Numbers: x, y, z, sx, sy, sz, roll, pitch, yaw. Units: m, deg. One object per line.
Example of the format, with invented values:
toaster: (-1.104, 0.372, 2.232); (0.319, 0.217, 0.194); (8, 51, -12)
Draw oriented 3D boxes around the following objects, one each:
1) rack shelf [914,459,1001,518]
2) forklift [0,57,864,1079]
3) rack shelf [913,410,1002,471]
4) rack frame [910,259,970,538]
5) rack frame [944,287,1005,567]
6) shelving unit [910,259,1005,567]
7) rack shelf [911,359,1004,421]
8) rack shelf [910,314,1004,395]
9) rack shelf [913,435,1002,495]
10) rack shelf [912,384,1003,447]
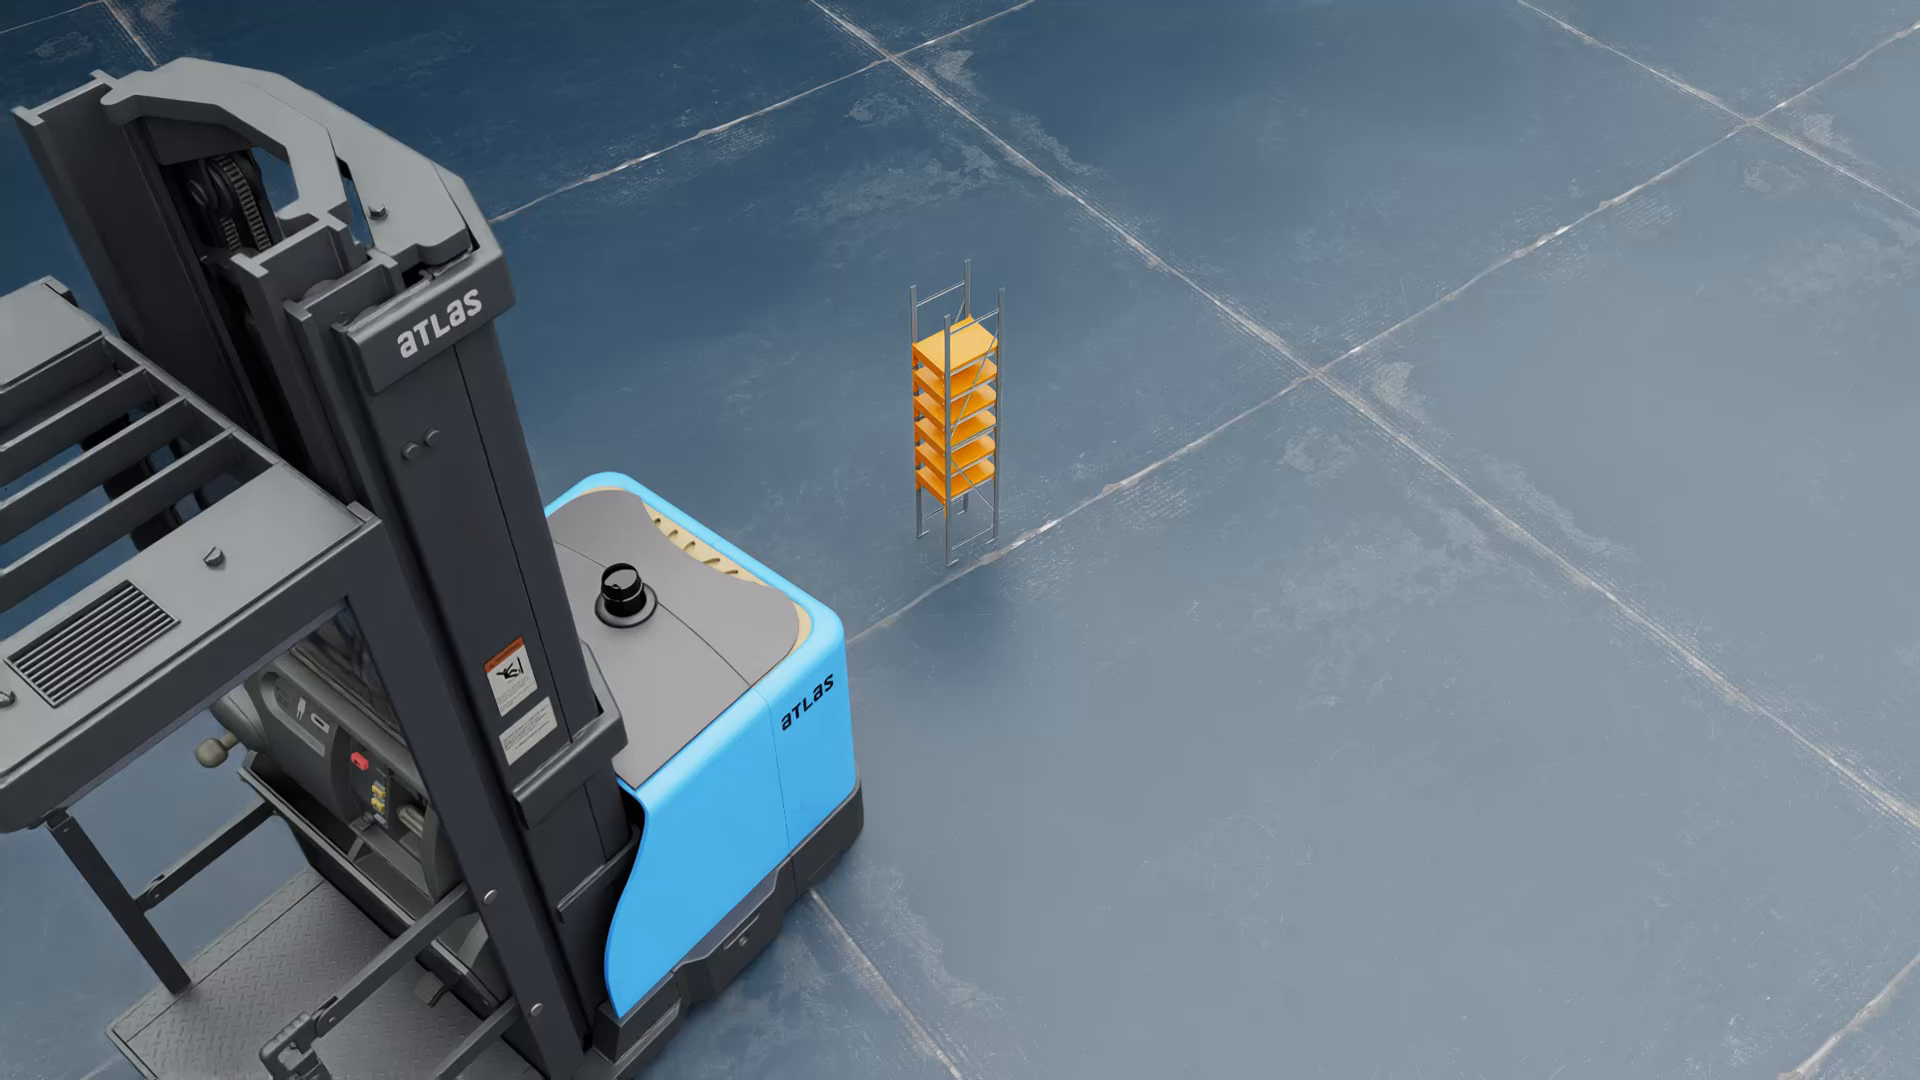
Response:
rack shelf: (-0.009, -0.220, 6.024); (0.258, 0.103, 0.180); (-29, 54, -24)
forklift: (-1.629, 0.577, 3.749); (1.130, 2.935, 3.031); (31, 55, 25)
rack shelf: (-0.009, -0.382, 5.846); (0.258, 0.103, 0.180); (-29, 54, -24)
rack frame: (-0.064, -0.465, 5.862); (0.240, 1.200, 0.006); (-29, 54, -24)
rack frame: (0.047, -0.358, 5.764); (0.240, 1.200, 0.006); (-29, 54, -24)
shelving unit: (-0.009, -0.412, 5.813); (0.258, 1.200, 0.189); (-29, 54, -24)
rack shelf: (-0.009, -0.543, 5.668); (0.258, 0.103, 0.180); (-29, 54, -24)
rack shelf: (-0.009, -0.623, 5.579); (0.258, 0.103, 0.180); (-29, 54, -24)
rack shelf: (-0.009, -0.301, 5.935); (0.258, 0.103, 0.180); (-29, 54, -24)
rack shelf: (-0.009, -0.462, 5.757); (0.258, 0.103, 0.180); (-29, 54, -24)
